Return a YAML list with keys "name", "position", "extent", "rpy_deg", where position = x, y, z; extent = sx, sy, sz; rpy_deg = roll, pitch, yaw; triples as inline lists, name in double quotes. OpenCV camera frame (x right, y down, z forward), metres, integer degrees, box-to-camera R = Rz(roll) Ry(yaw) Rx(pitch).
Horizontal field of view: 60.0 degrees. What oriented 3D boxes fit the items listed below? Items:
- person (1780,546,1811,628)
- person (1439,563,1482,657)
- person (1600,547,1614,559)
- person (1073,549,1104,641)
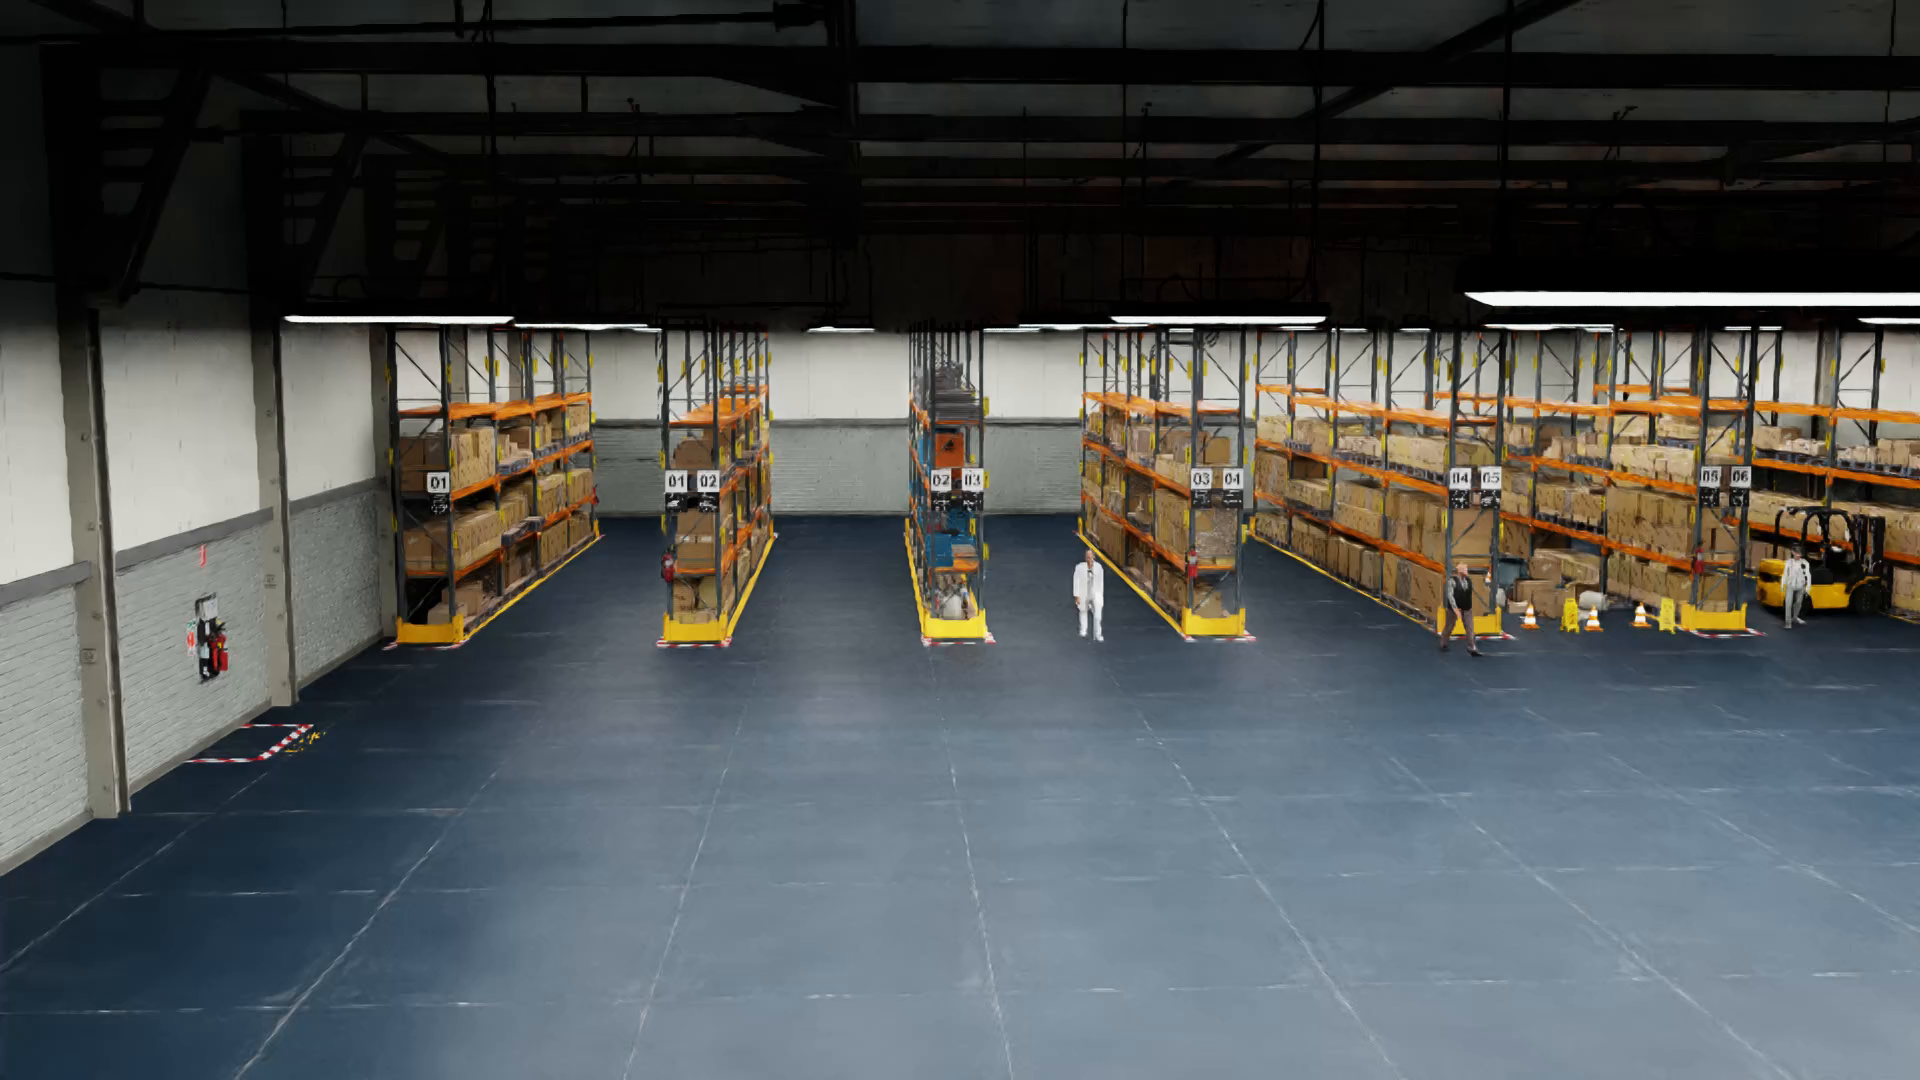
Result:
- name: "person"
  position: [16.394, 0.896, 32.625]
  extent: [0.521, 1.608, 0.934]
  rpy_deg: [2, 7, 17]
- name: "person"
  position: [8.924, 1.229, 29.695]
  extent: [0.538, 1.662, 1.026]
  rpy_deg: [-1, 7, -11]
- name: "person"
  position: [15.840, -0.205, 40.754]
  extent: [0.551, 1.782, 0.636]
  rpy_deg: [4, 8, 28]
- name: "person"
  position: [2.424, 1.011, 31.224]
  extent: [0.598, 1.698, 1.194]
  rpy_deg: [0, 7, -1]
